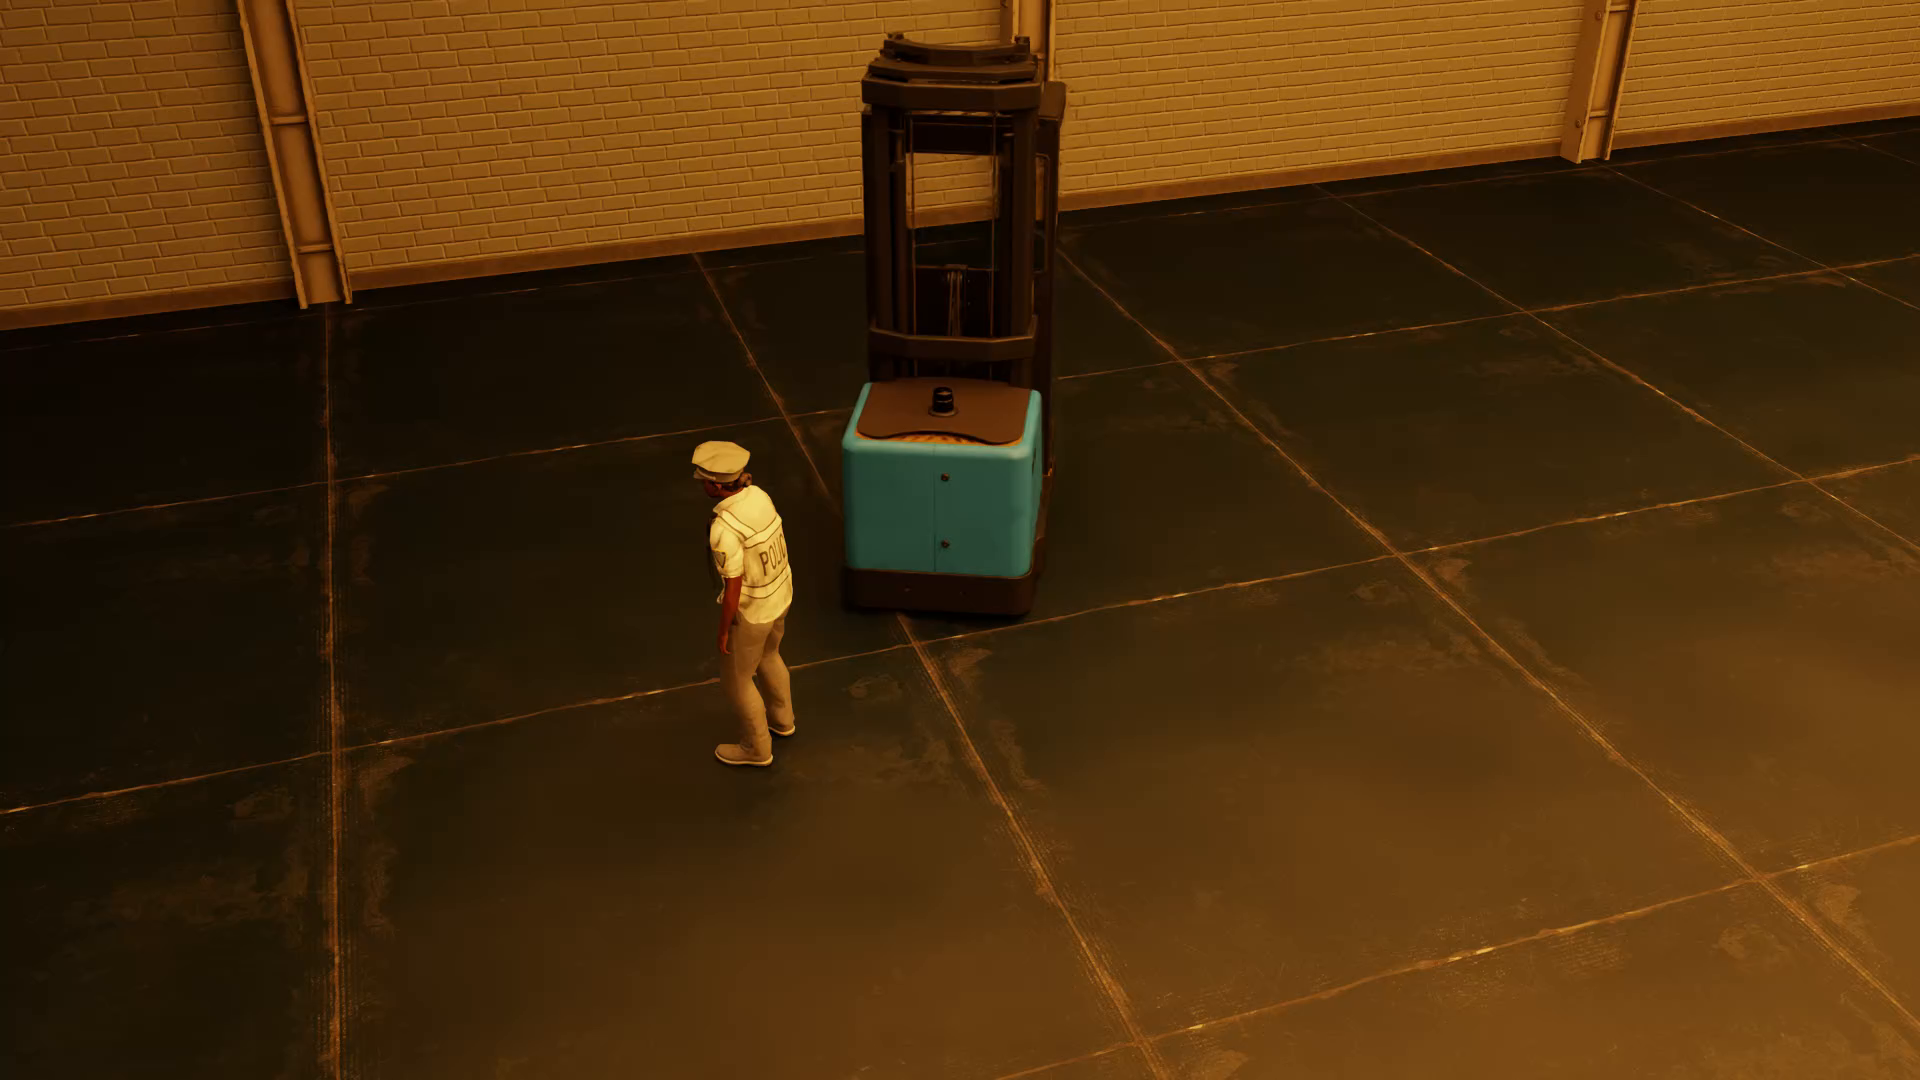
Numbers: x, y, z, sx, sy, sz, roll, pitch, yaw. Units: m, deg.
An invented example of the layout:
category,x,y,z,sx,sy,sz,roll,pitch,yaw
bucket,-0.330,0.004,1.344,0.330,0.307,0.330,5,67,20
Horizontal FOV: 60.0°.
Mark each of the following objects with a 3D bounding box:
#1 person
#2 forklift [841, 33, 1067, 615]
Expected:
category,x,y,z,sx,sy,sz,roll,pitch,yaw
person,-0.999,0.308,7.830,0.387,1.658,0.530,11,32,18
forklift,0.030,-1.566,9.808,1.130,2.935,3.031,3,30,6
